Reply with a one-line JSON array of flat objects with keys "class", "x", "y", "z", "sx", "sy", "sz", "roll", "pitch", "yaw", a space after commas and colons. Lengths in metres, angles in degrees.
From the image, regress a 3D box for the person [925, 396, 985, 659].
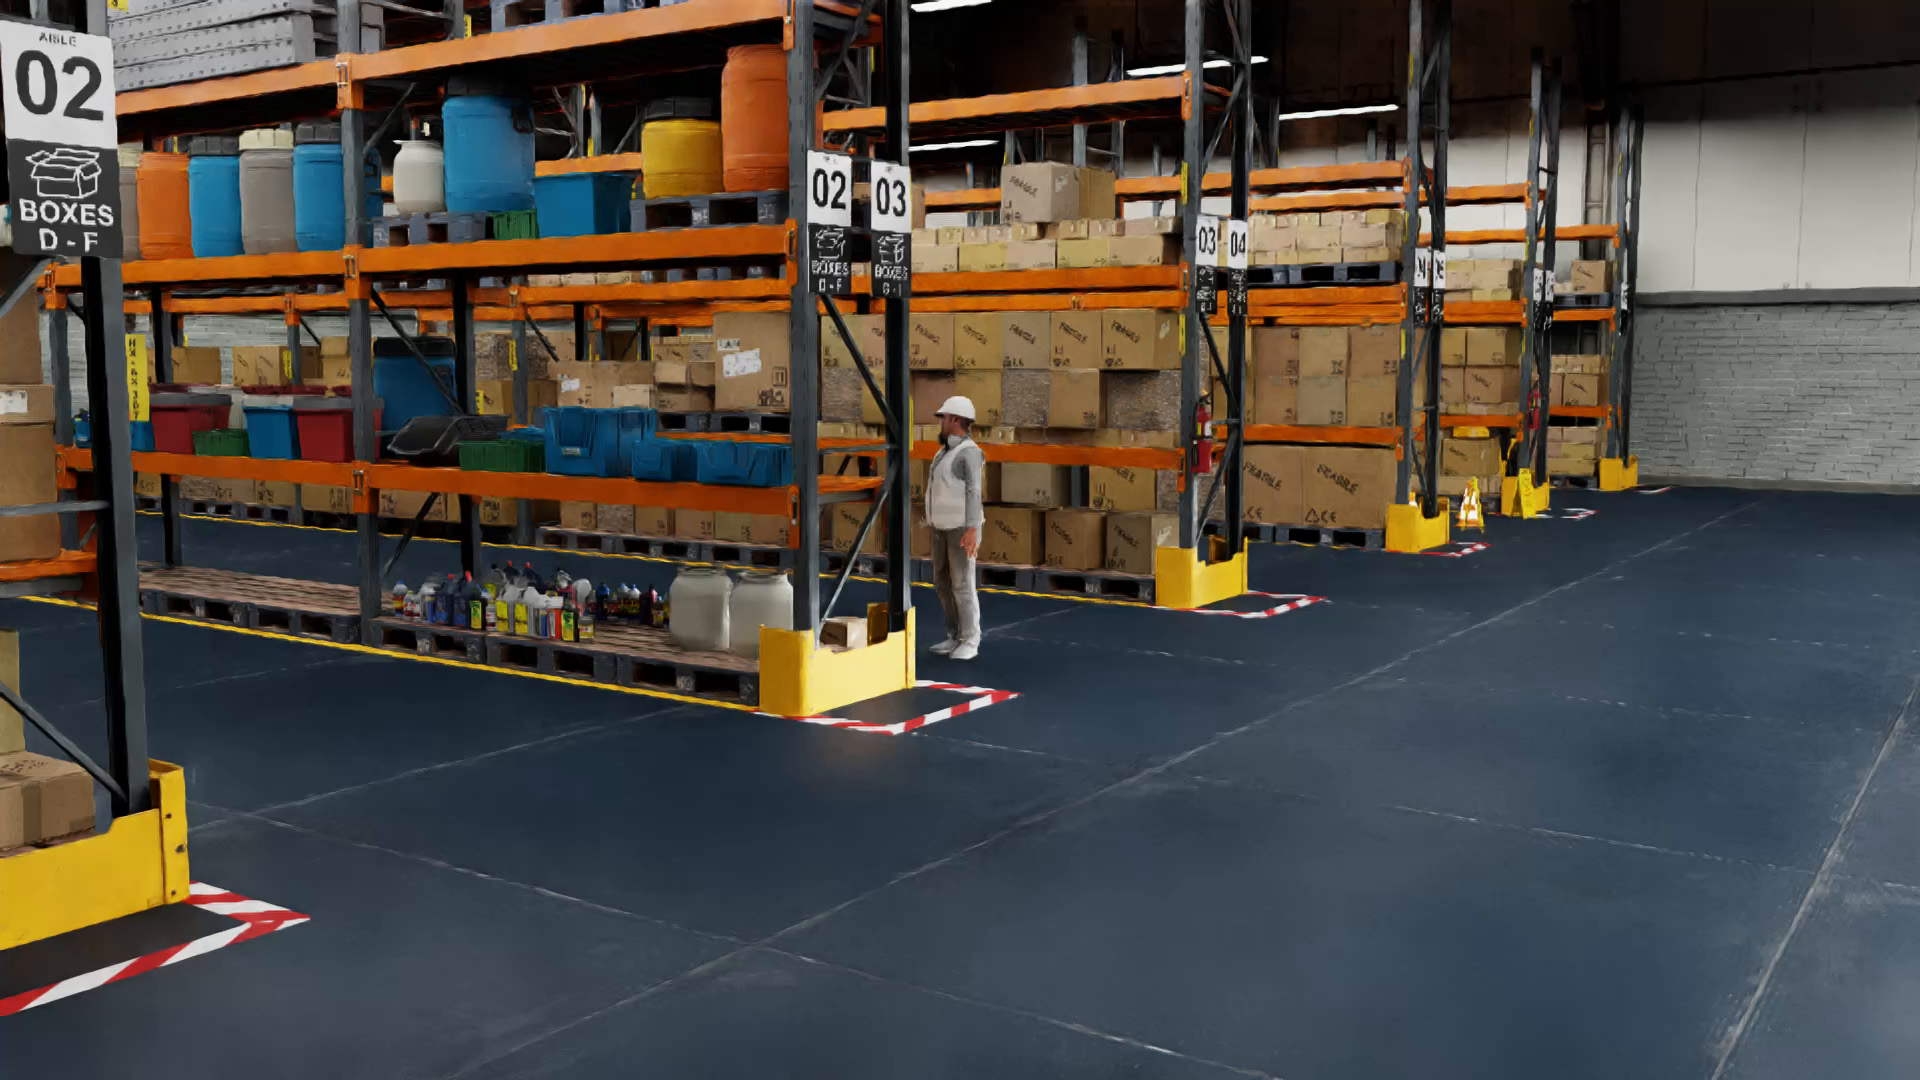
[{"class": "person", "x": -0.034, "y": -0.091, "z": 11.320, "sx": 0.361, "sy": 1.773, "sz": 0.582, "roll": -3, "pitch": 7, "yaw": -26}]
